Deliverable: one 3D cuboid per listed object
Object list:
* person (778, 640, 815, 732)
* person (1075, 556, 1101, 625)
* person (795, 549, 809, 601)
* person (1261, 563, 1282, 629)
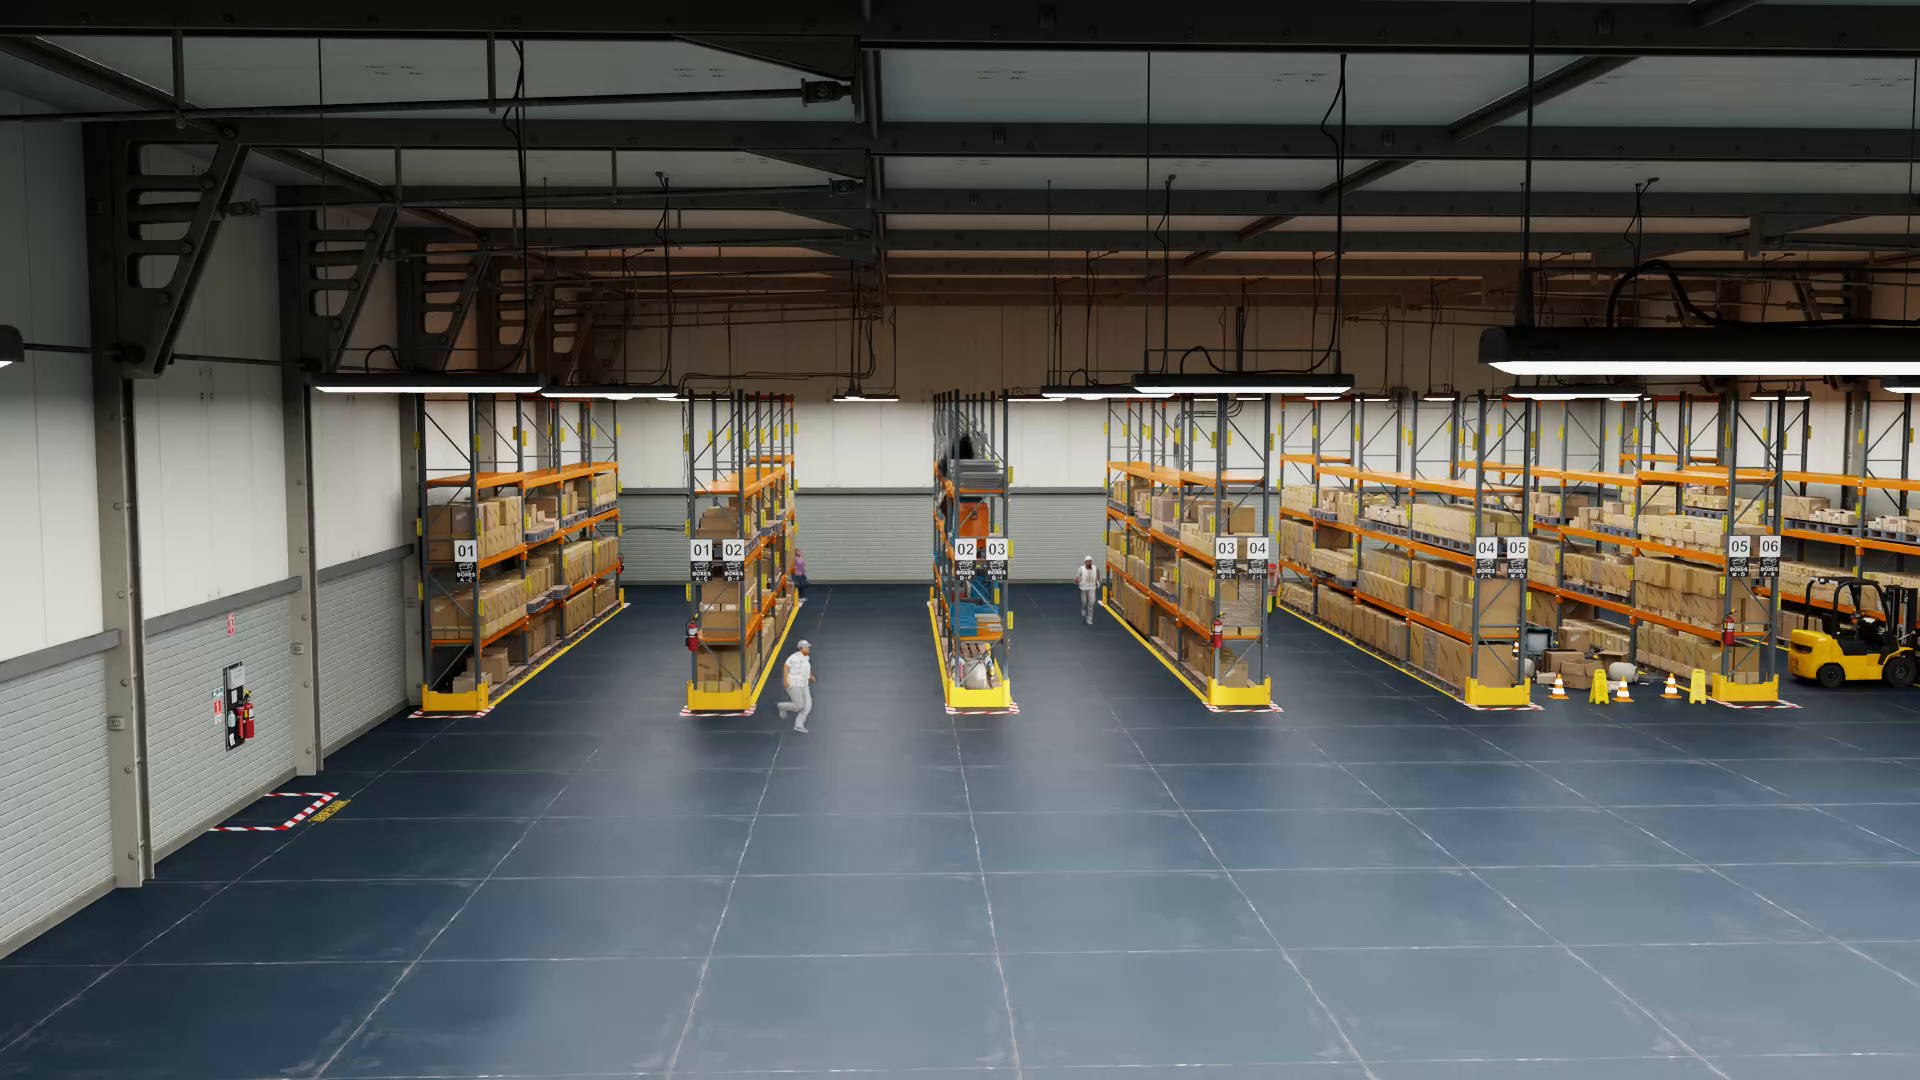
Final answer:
[{"bbox_3d":[-2.869,2.562,29.178,0.663,1.629,0.639,3,5,29],"label":"person"},{"bbox_3d":[3.366,1.307,43.619,0.691,1.784,0.850,0,5,-4],"label":"person"},{"bbox_3d":[-4.670,1.012,48.339,0.489,1.542,0.553,4,6,41],"label":"person"},{"bbox_3d":[7.878,1.430,42.286,0.649,1.703,0.721,-1,5,-13],"label":"person"}]
